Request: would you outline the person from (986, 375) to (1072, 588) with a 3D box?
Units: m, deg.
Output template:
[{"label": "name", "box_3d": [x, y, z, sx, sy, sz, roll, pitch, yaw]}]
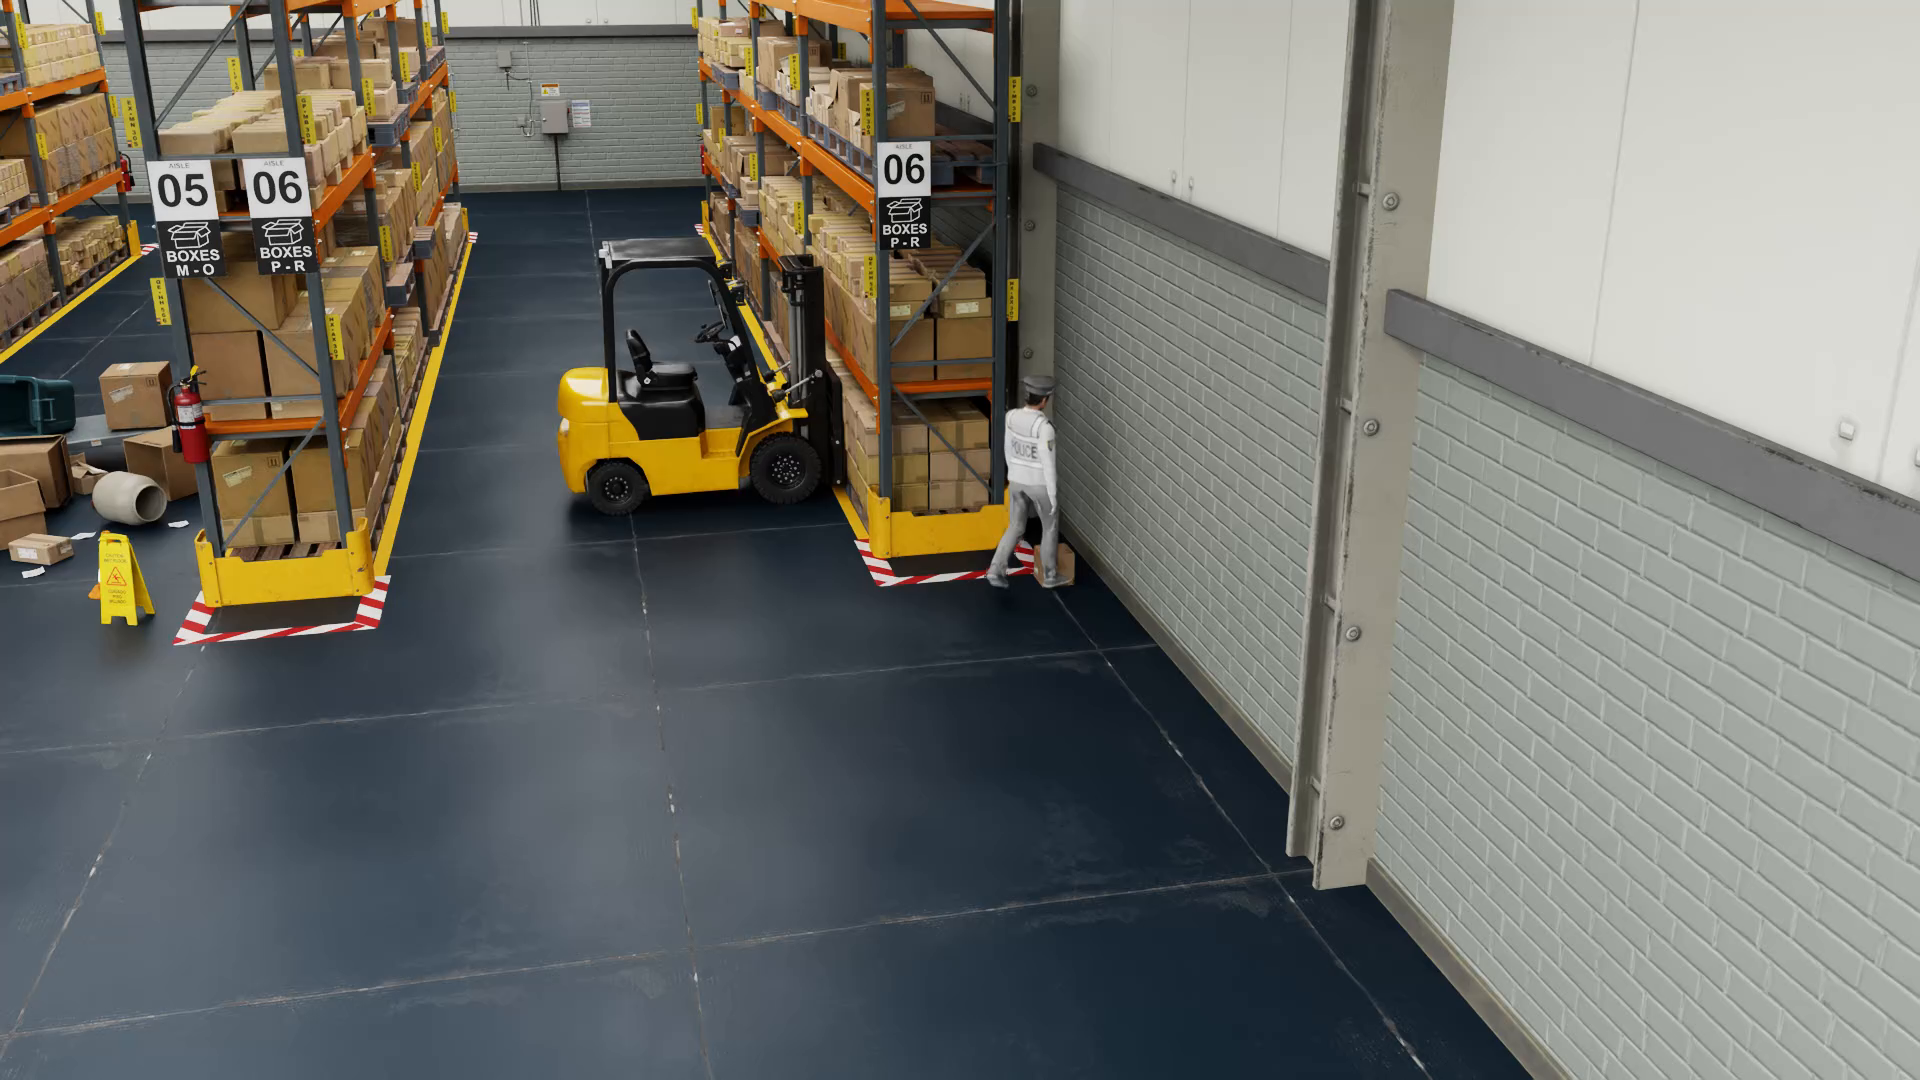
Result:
[{"label": "person", "box_3d": [0.512, -0.399, 12.145, 0.497, 1.639, 0.789, 15, 25, 36]}]
